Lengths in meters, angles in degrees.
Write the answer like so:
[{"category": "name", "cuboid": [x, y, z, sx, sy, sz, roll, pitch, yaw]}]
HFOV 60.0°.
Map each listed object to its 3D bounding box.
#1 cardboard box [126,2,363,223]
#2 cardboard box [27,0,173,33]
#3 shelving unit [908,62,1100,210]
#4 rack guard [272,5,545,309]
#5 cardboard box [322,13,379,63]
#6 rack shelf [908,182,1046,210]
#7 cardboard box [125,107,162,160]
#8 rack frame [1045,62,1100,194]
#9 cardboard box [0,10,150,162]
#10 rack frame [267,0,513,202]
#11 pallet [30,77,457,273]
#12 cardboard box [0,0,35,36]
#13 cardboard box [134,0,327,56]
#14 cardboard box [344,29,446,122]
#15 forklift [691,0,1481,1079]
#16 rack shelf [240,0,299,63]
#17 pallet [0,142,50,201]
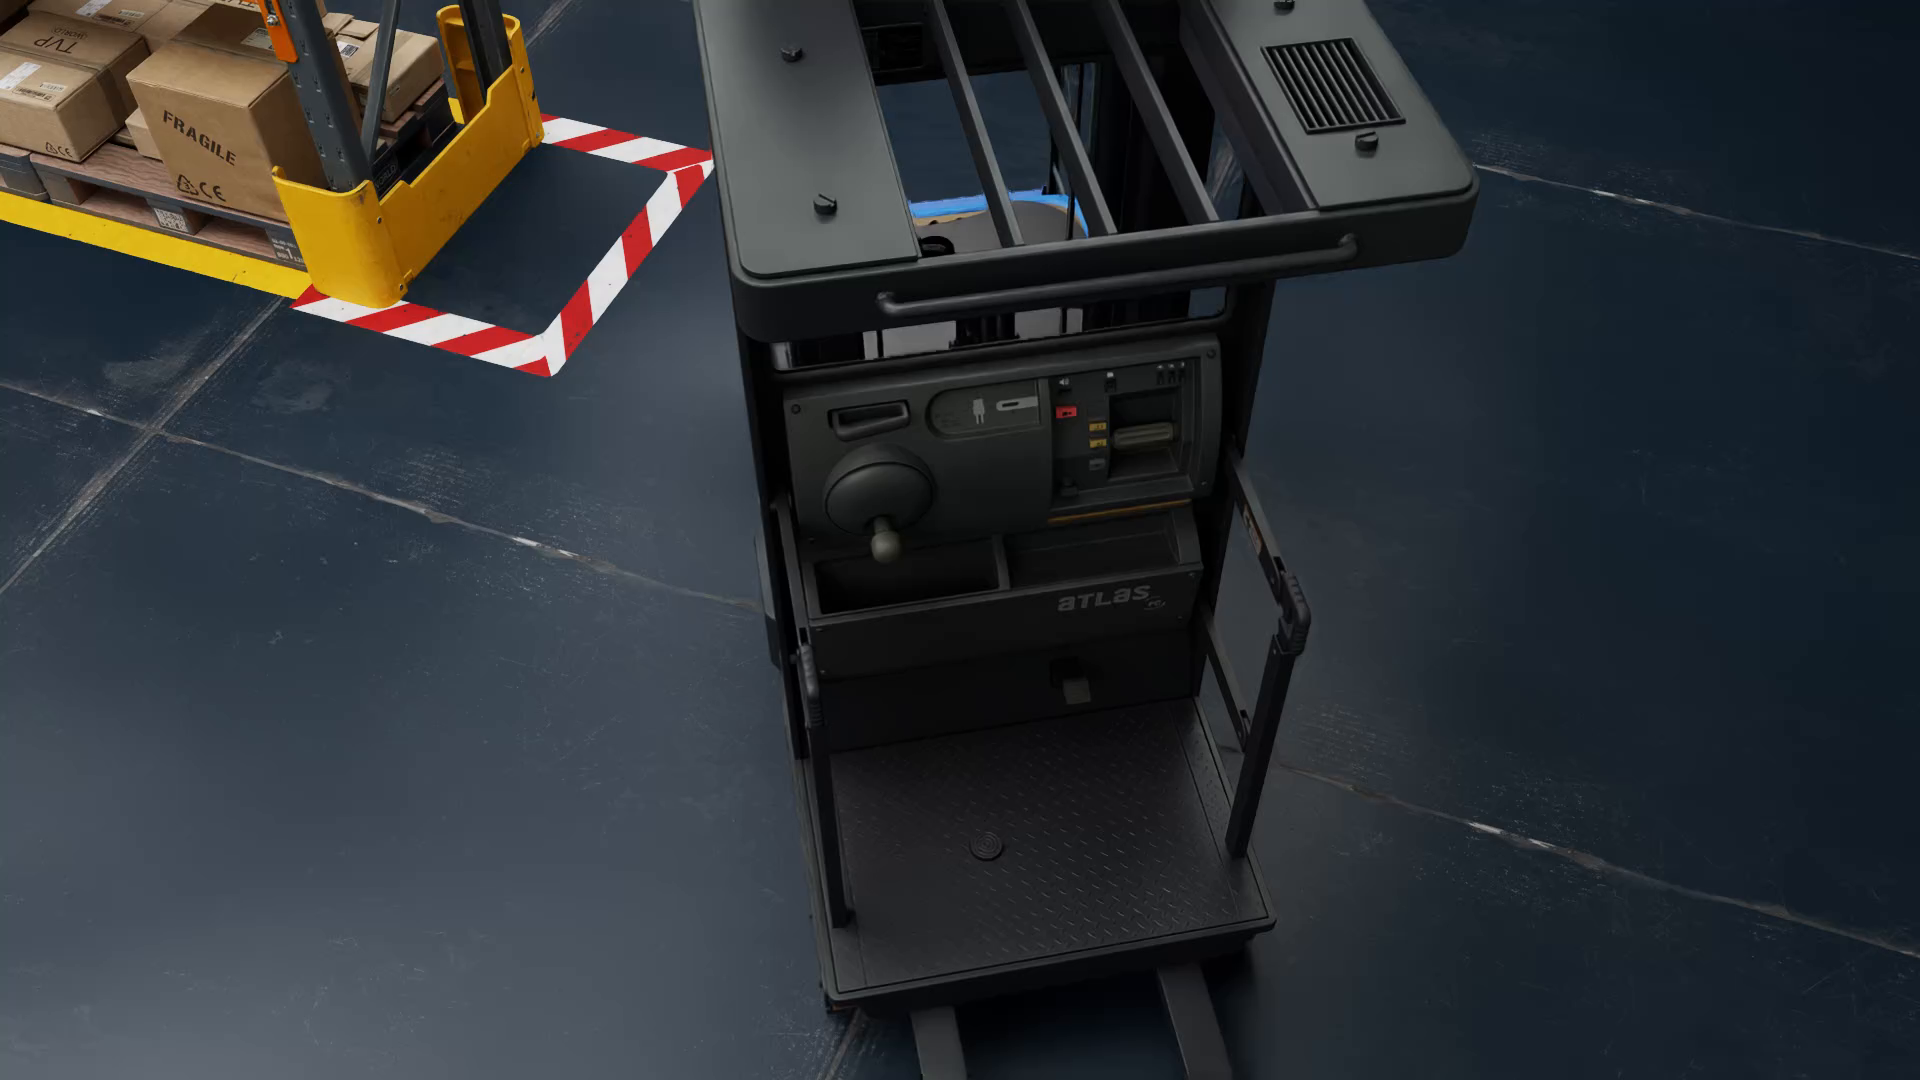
[{"category": "cardboard box", "cuboid": [-2.530, -1.531, 5.955, 0.500, 0.500, 0.500, 16, 51, 13]}, {"category": "cardboard box", "cuboid": [-3.284, -2.086, 6.602, 0.500, 0.250, 0.500, 16, 51, 13]}, {"category": "shelving unit", "cuboid": [-0.166, -0.957, 5.087, 1.048, 1.500, 0.538, -8, 50, -7]}, {"category": "rack guard", "cuboid": [-2.006, -1.439, 6.166, 0.348, 0.500, 1.175, 16, 51, 13]}, {"category": "cardboard box", "cuboid": [-2.443, -1.872, 6.472, 0.250, 0.166, 0.380, 16, 51, 13]}, {"category": "rack shelf", "cuboid": [-0.166, -0.839, 5.223, 1.000, 0.185, 0.538, -8, 50, -7]}, {"category": "cardboard box", "cuboid": [-2.879, -1.591, 6.228, 0.250, 0.166, 0.380, 16, 51, 13]}, {"category": "rack frame", "cuboid": [0.334, -1.024, 5.145, 0.032, 1.500, 0.500, -8, 50, -7]}, {"category": "cardboard box", "cuboid": [-3.411, -1.719, 6.283, 0.500, 0.250, 0.500, 16, 51, 13]}, {"category": "rack frame", "cuboid": [-1.935, -2.237, 5.204, 0.127, 3.000, 1.000, 16, 51, 13]}, {"category": "pallet", "cuboid": [-2.754, -1.552, 6.456, 1.213, 0.211, 1.003, 16, 51, 13]}, {"category": "cardboard box", "cuboid": [-3.923, -2.123, 6.466, 0.637, 0.503, 0.797, 16, 51, 13]}, {"category": "cardboard box", "cuboid": [-2.815, -1.955, 6.488, 0.500, 0.250, 0.500, 16, 51, 13]}, {"category": "cardboard box", "cuboid": [-2.208, -1.801, 6.421, 0.250, 0.149, 0.380, 16, 51, 13]}, {"category": "forklift", "cuboid": [0.143, -0.086, 3.385, 1.130, 2.935, 3.031, -8, 50, -7]}, {"category": "rack shelf", "cuboid": [-3.811, -2.526, 5.930, 4.000, 0.370, 1.077, 16, 51, 13]}, {"category": "pallet", "cuboid": [-3.895, -1.873, 6.734, 1.213, 0.211, 1.003, 16, 51, 13]}]
